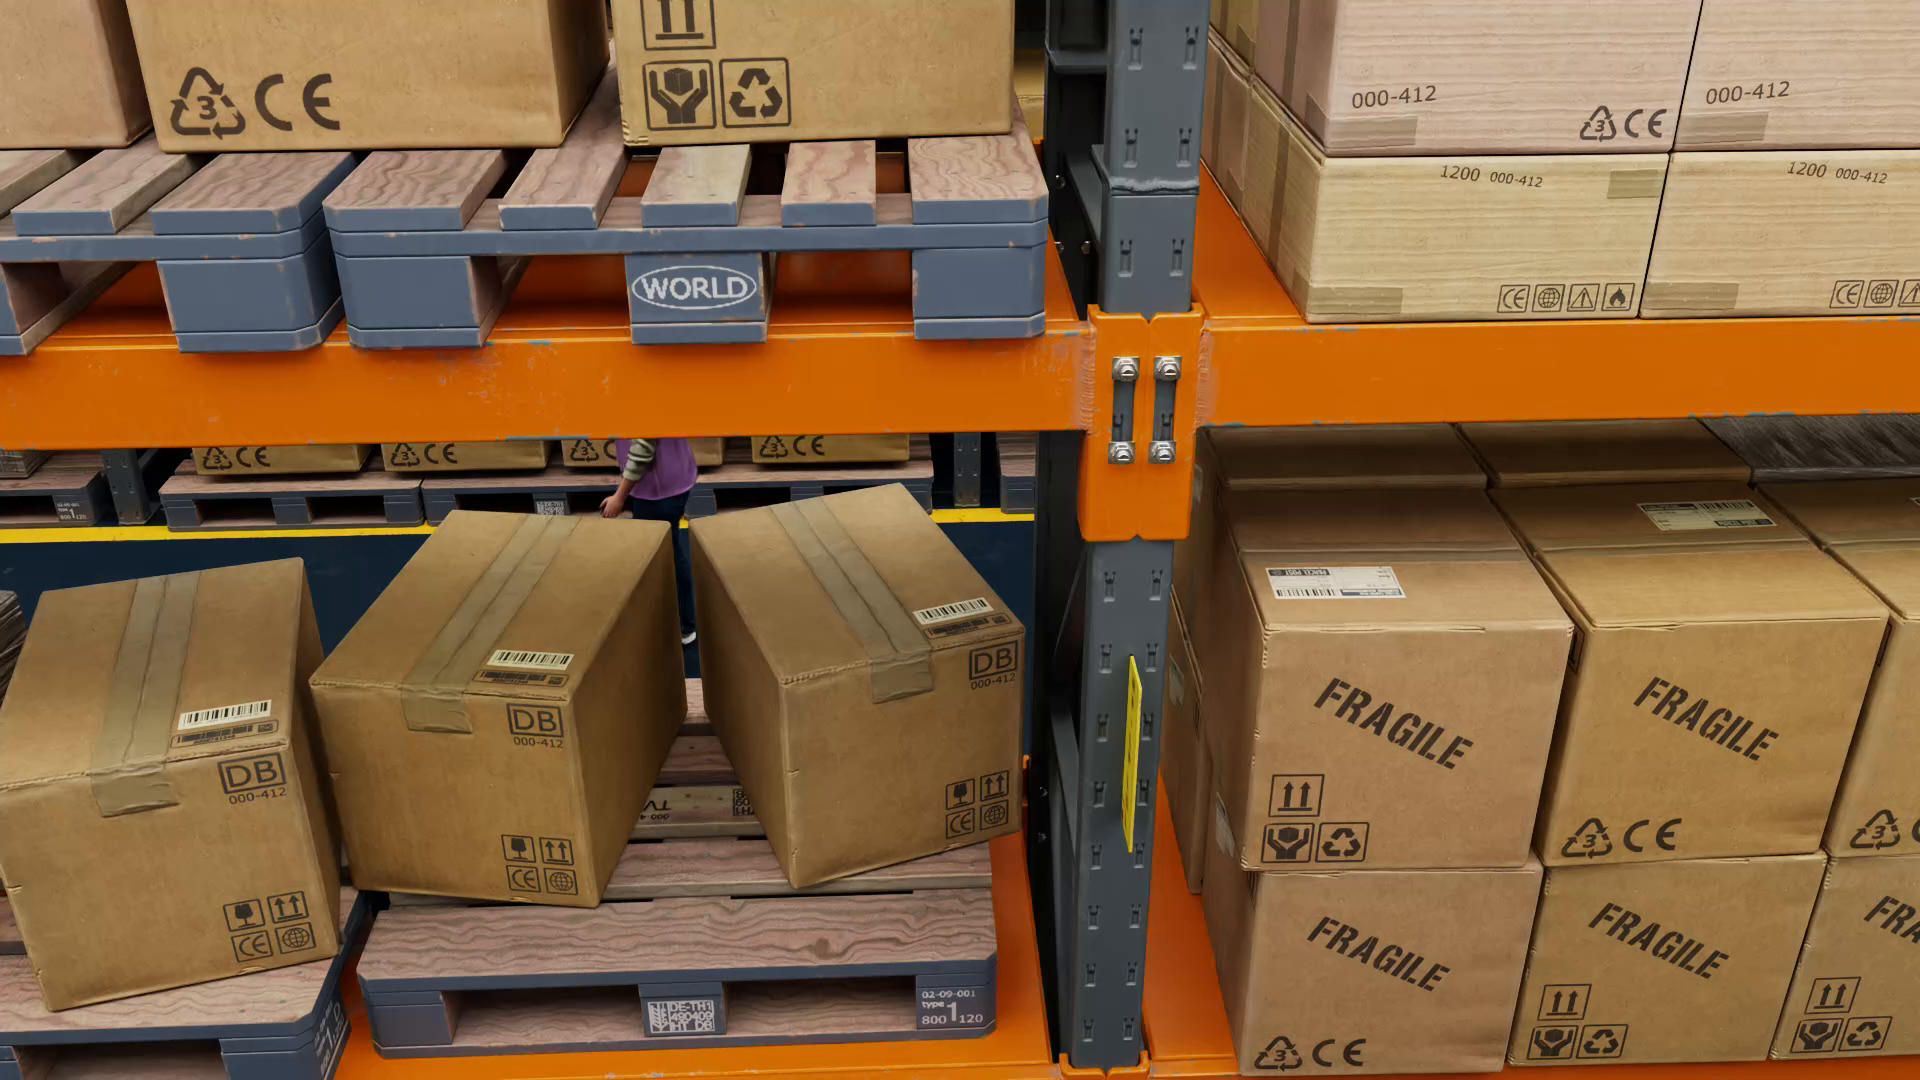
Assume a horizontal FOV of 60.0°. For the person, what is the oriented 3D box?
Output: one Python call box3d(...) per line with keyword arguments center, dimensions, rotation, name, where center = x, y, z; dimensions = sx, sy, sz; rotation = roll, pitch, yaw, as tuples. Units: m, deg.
box3d(center=(-1.229, -0.195, 6.505), dimensions=(0.408, 1.630, 0.428), rotation=(-1, 28, -2), name="person")
